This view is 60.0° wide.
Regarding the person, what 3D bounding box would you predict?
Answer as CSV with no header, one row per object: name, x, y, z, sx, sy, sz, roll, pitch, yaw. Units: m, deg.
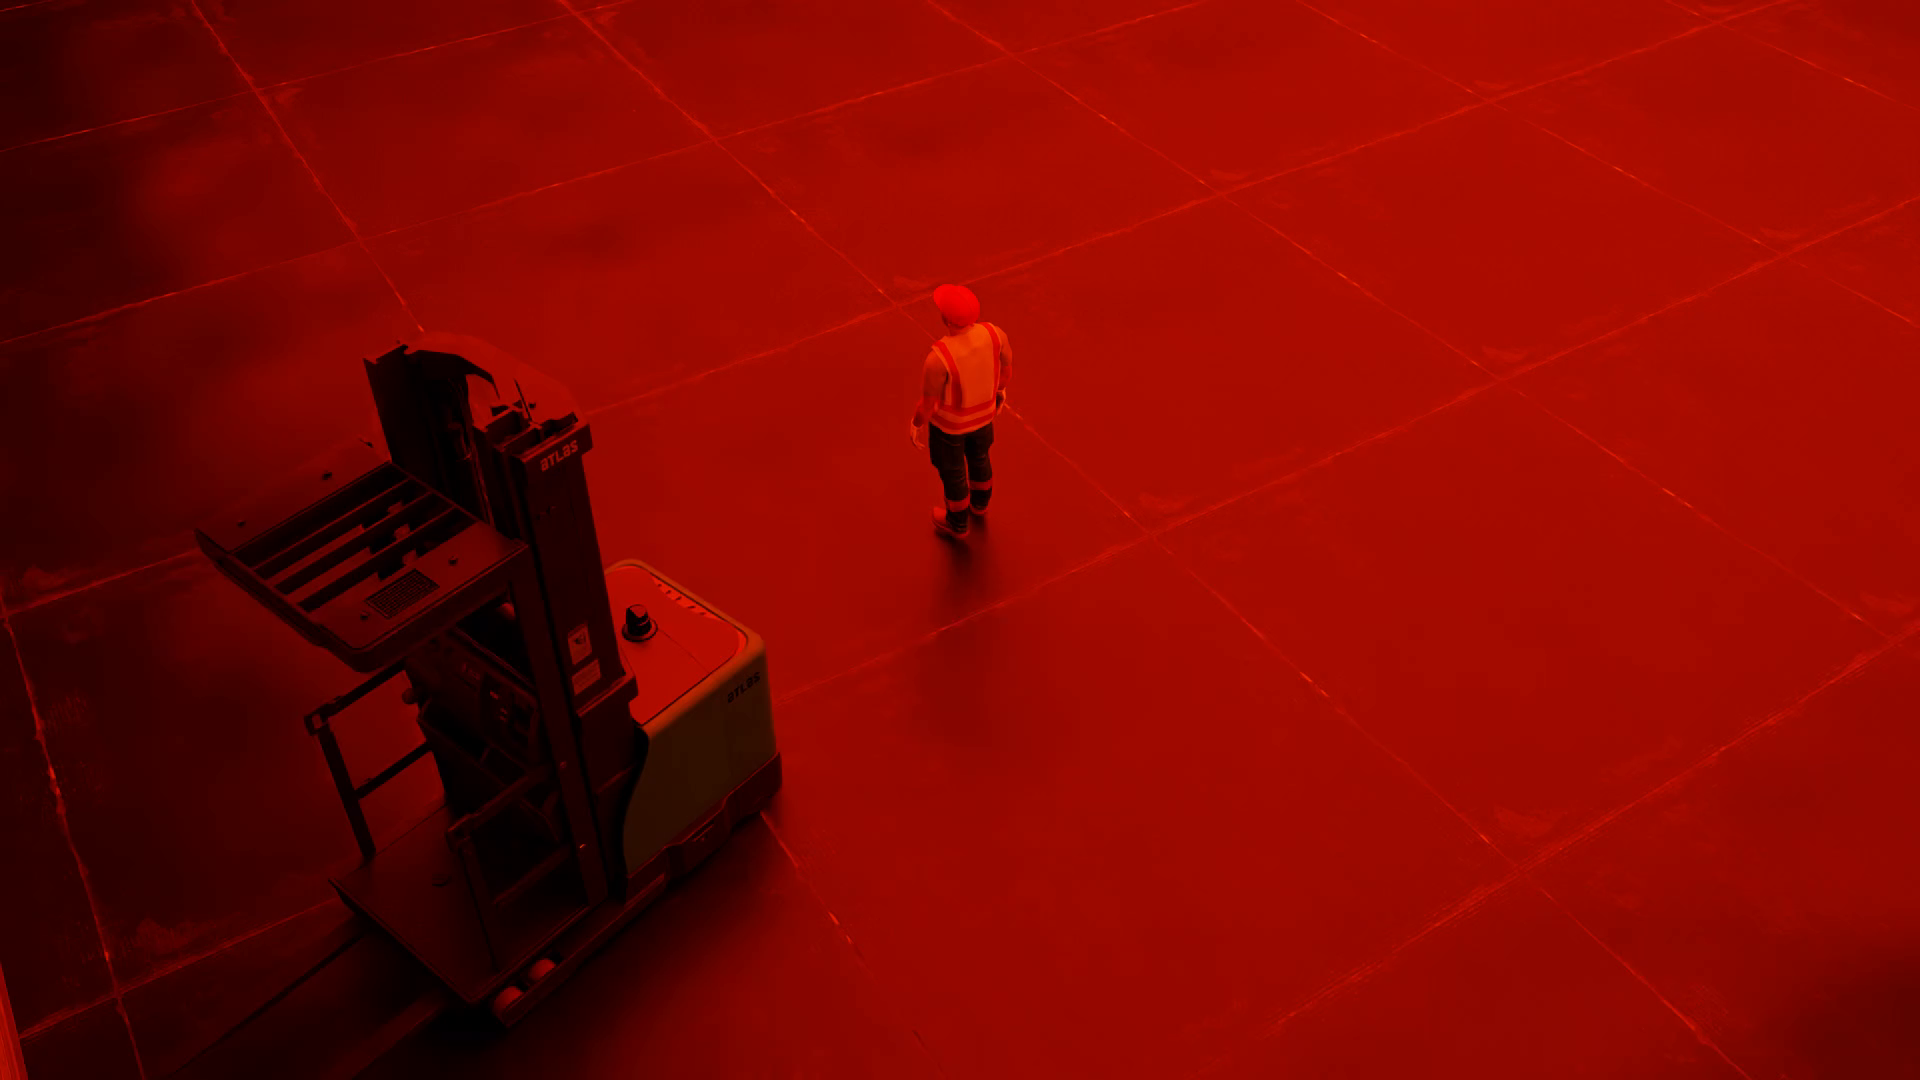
person,-0.033,-0.758,9.534,0.638,1.786,0.564,-23,46,-24

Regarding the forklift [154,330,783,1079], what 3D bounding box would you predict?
forklift,-2.243,0.720,7.047,1.130,2.935,3.031,29,49,29
